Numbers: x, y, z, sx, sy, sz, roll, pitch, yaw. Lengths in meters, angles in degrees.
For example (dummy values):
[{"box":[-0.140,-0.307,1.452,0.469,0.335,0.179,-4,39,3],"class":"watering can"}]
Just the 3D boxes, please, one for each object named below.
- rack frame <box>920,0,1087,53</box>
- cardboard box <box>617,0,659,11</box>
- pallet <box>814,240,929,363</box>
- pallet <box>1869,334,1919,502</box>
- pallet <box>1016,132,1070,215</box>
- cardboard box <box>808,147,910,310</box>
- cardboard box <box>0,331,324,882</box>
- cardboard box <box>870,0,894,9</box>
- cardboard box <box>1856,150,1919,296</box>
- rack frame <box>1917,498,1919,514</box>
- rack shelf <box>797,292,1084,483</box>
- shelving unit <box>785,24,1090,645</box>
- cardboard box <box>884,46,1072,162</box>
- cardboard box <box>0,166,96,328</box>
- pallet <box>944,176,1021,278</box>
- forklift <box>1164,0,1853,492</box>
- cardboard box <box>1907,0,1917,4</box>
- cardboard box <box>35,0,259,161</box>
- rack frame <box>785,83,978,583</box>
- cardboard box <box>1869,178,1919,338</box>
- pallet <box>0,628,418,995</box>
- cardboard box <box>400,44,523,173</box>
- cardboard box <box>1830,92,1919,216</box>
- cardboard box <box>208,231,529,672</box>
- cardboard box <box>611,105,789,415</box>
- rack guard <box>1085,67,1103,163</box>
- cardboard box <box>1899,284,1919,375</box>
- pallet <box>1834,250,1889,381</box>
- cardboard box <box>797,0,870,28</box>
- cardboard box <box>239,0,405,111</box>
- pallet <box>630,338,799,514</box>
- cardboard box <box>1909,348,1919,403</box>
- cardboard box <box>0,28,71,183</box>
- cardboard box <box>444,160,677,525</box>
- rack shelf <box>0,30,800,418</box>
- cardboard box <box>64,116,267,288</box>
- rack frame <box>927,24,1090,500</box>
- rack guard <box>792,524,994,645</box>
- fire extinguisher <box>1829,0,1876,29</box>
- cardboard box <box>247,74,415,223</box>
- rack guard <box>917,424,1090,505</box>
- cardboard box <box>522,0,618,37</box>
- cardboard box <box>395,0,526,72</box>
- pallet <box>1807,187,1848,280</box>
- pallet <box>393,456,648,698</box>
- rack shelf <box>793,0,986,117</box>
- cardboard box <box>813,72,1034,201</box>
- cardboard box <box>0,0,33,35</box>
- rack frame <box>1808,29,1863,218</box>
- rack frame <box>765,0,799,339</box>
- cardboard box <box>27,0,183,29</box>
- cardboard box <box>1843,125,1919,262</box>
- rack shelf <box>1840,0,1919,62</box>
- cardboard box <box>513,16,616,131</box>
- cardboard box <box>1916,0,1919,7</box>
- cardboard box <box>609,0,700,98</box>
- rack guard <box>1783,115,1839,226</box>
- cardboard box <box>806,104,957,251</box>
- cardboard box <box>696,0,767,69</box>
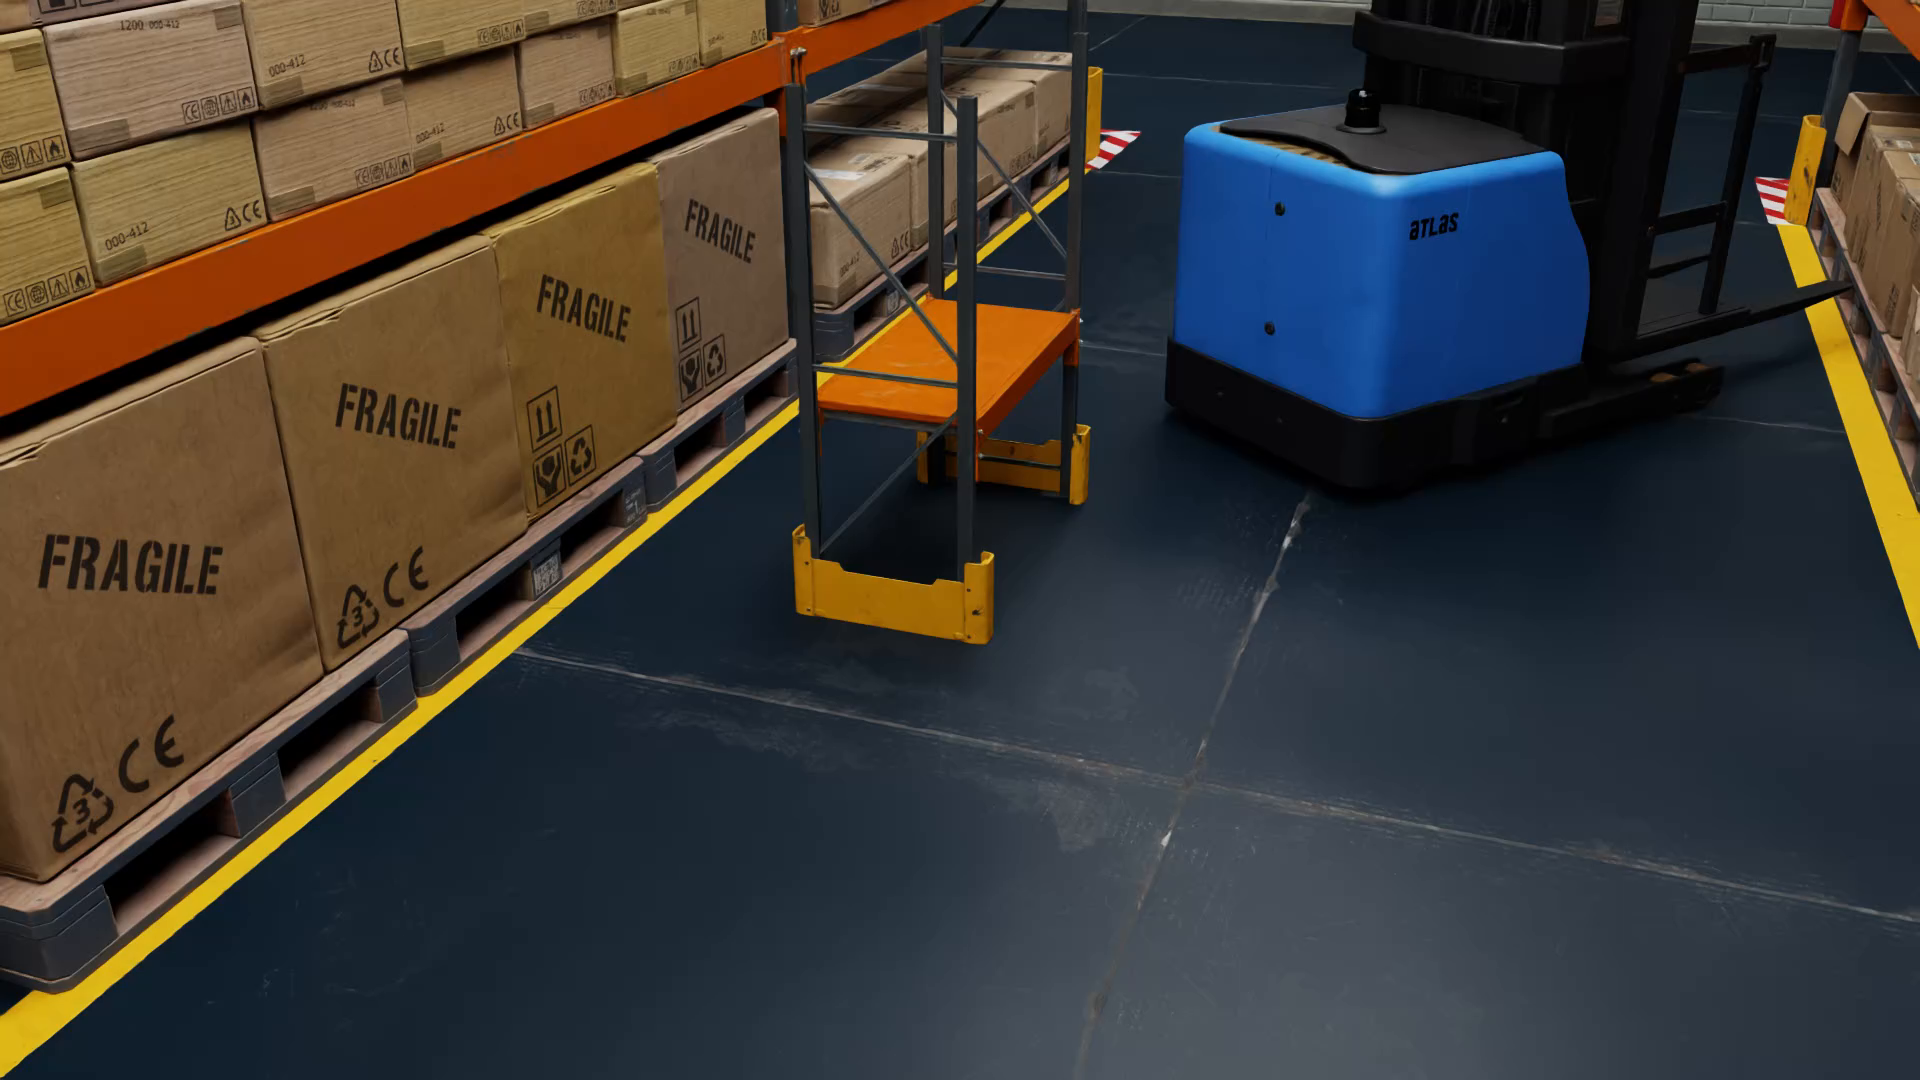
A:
[{"box":[0.250,-3.723,9.497,1.000,3.000,0.127,9,27,17],"class":"rack frame"},{"box":[-1.158,-1.814,5.153,0.500,0.250,0.500,9,27,19],"class":"cardboard box"},{"box":[-0.755,-1.125,7.332,1.003,0.211,1.213,9,27,17],"class":"pallet"},{"box":[3.830,-0.388,5.809,1.003,0.211,1.213,9,27,17],"class":"pallet"},{"box":[0.057,-2.128,9.403,1.003,0.211,1.213,9,27,17],"class":"pallet"},{"box":[-0.771,-1.358,7.070,0.875,0.438,0.875,8,27,17],"class":"cardboard box"},{"box":[-2.104,0.060,3.640,0.875,0.875,0.875,8,27,17],"class":"cardboard box"},{"box":[-0.507,-2.485,6.826,0.500,0.500,0.500,9,27,18],"class":"cardboard box"},{"box":[4.047,-1.283,6.844,0.500,0.500,0.500,9,27,18],"class":"cardboard box"},{"box":[3.600,-1.361,4.619,1.000,3.000,0.127,9,27,17],"class":"rack frame"},{"box":[-0.028,-0.478,4.929,0.538,0.185,1.000,9,27,17],"class":"rack shelf"},{"box":[-0.025,-0.644,4.858,0.587,1.500,1.083,9,27,17],"class":"shelving unit"},{"box":[0.124,-2.473,9.374,0.875,0.438,0.875,8,27,16],"class":"cardboard box"},{"box":[-2.013,-0.533,3.080,0.500,0.250,0.500,8,27,17],"class":"cardboard box"},{"box":[-0.350,-1.628,8.371,1.003,0.211,1.213,9,27,17],"class":"pallet"},{"box":[2.276,-1.952,5.919,3.031,2.935,1.130,-16,30,-29],"class":"forklift"},{"box":[4.088,-2.274,6.793,0.380,0.149,0.250,8,27,16],"class":"cardboard box"},{"box":[-1.838,-0.978,3.426,0.500,0.250,0.500,9,27,19],"class":"cardboard box"},{"box":[-0.198,-0.431,4.419,0.500,1.500,0.032,9,27,17],"class":"rack frame"},{"box":[3.972,-1.059,6.381,0.700,0.500,0.500,8,27,15],"class":"cardboard box"},{"box":[-2.079,0.507,3.962,1.003,0.211,1.213,9,27,17],"class":"pallet"},{"box":[-1.517,-1.164,4.385,0.500,0.250,0.500,9,27,17],"class":"cardboard box"},{"box":[4.639,-1.833,7.976,0.797,0.503,0.637,8,27,15],"class":"cardboard box"},{"box":[-1.804,-0.306,4.396,0.875,0.875,0.875,9,27,18],"class":"cardboard box"},{"box":[-1.212,-1.046,5.924,0.875,0.875,0.875,10,27,19],"class":"cardboard box"},{"box":[0.258,-2.608,10.063,1.175,0.500,0.348,9,27,17],"class":"rack guard"},{"box":[3.628,-0.738,5.987,0.396,0.266,0.258,10,27,19],"class":"cardboard box"},{"box":[4.234,-0.891,6.848,1.003,0.211,1.213,9,27,17],"class":"pallet"},{"box":[-0.678,-2.279,6.401,0.500,0.500,0.500,10,27,19],"class":"cardboard box"},{"box":[-1.661,-1.181,3.845,0.500,0.250,0.500,9,27,17],"class":"cardboard box"},{"box":[-1.267,-0.496,6.033,1.003,0.211,1.213,9,27,17],"class":"pallet"},{"box":[3.509,-0.538,5.709,0.380,0.149,0.250,8,27,16],"class":"cardboard box"},{"box":[-2.011,-0.765,2.987,0.500,0.250,0.500,9,27,17],"class":"cardboard box"},{"box":[-1.506,-0.673,5.155,0.875,0.875,0.875,10,27,19],"class":"cardboard box"},{"box":[-1.747,-0.934,4.562,1.077,0.370,4.000,9,27,17],"class":"rack shelf"},{"box":[-1.858,-0.746,3.521,0.500,0.250,0.500,8,27,16],"class":"cardboard box"},{"box":[0.141,-0.849,5.282,0.500,1.500,0.032,9,27,17],"class":"rack frame"},{"box":[-0.191,0.123,4.708,0.587,0.250,0.087,9,27,17],"class":"rack guard"},{"box":[4.545,-2.930,8.375,0.296,0.674,0.183,9,27,17],"class":"fire extinguisher"},{"box":[-1.678,-0.961,3.965,0.500,0.250,0.500,10,27,19],"class":"cardboard box"},{"box":[0.140,-0.286,5.554,0.587,0.250,0.087,9,27,17],"class":"rack guard"},{"box":[-1.325,-1.600,4.711,0.500,0.250,0.500,9,27,19],"class":"cardboard box"},{"box":[-1.479,-1.387,4.271,0.500,0.250,0.500,9,27,18],"class":"cardboard box"},{"box":[4.642,-1.391,7.880,1.003,0.211,1.213,9,27,17],"class":"pallet"},{"box":[-1.672,0.007,4.994,1.003,0.211,1.213,9,27,17],"class":"pallet"},{"box":[-0.416,-2.577,7.957,1.077,0.370,4.000,9,27,17],"class":"rack shelf"},{"box":[-0.172,-2.096,8.595,0.875,0.438,0.875,9,27,19],"class":"cardboard box"},{"box":[-2.018,-1.098,2.813,0.500,0.500,0.500,8,27,16],"class":"cardboard box"},{"box":[4.932,-3.005,8.014,1.000,3.000,0.127,9,27,17],"class":"rack frame"},{"box":[-1.082,-2.079,6.102,1.000,3.000,0.127,9,27,17],"class":"rack frame"},{"box":[-1.862,-1.303,3.237,0.500,0.500,0.500,9,27,18],"class":"cardboard box"},{"box":[4.317,-1.485,7.263,0.700,0.500,0.500,10,28,20],"class":"cardboard box"},{"box":[4.266,-1.859,6.473,1.077,0.370,4.000,9,27,17],"class":"rack shelf"},{"box":[-1.350,-1.377,4.824,0.500,0.250,0.500,8,27,16],"class":"cardboard box"},{"box":[4.019,-2.163,6.564,0.380,0.149,0.250,9,27,19],"class":"cardboard box"},{"box":[-1.164,-1.582,5.247,0.500,0.250,0.500,8,27,17],"class":"cardboard box"},{"box":[4.906,-1.849,8.494,1.175,0.500,0.348,9,27,17],"class":"rack guard"},{"box":[-0.474,-1.726,7.830,0.875,0.438,0.875,8,27,16],"class":"cardboard box"},{"box":[-0.993,-1.791,5.679,0.500,0.250,0.500,8,27,16],"class":"cardboard box"}]
